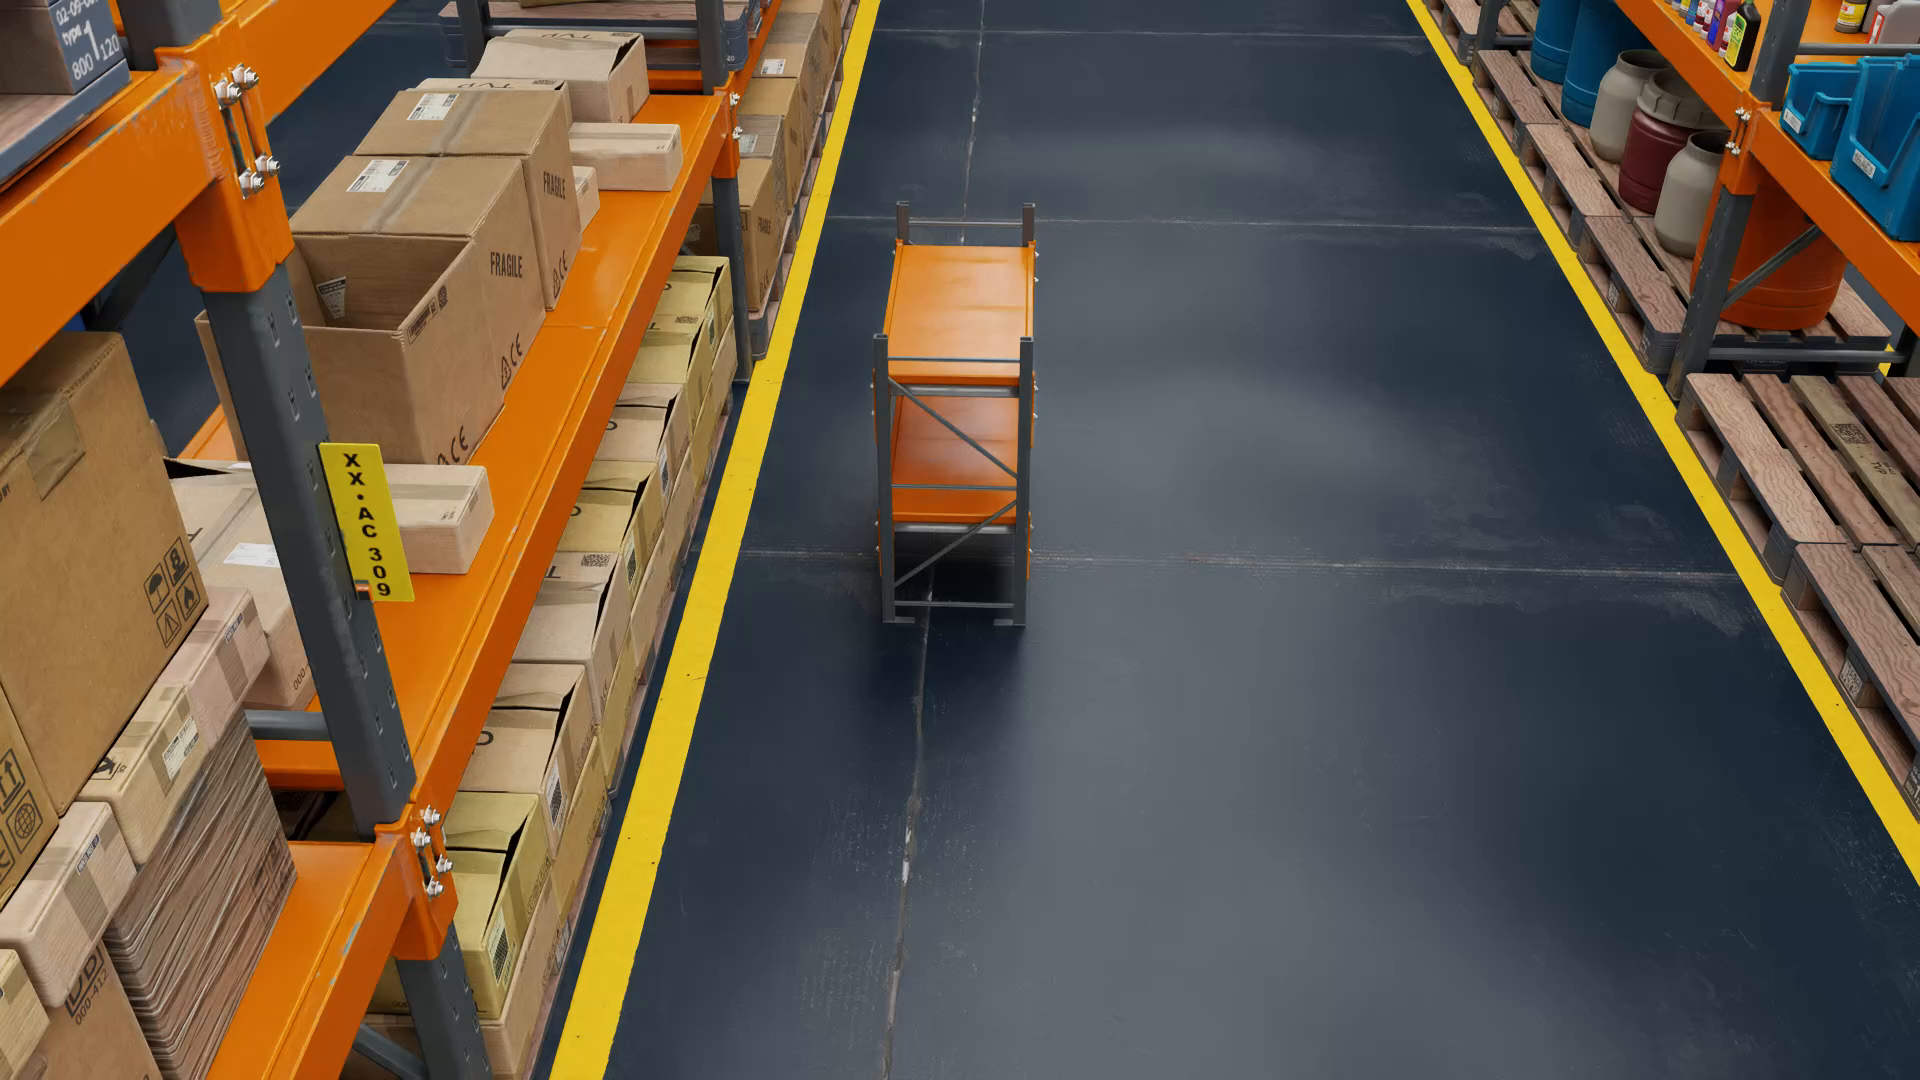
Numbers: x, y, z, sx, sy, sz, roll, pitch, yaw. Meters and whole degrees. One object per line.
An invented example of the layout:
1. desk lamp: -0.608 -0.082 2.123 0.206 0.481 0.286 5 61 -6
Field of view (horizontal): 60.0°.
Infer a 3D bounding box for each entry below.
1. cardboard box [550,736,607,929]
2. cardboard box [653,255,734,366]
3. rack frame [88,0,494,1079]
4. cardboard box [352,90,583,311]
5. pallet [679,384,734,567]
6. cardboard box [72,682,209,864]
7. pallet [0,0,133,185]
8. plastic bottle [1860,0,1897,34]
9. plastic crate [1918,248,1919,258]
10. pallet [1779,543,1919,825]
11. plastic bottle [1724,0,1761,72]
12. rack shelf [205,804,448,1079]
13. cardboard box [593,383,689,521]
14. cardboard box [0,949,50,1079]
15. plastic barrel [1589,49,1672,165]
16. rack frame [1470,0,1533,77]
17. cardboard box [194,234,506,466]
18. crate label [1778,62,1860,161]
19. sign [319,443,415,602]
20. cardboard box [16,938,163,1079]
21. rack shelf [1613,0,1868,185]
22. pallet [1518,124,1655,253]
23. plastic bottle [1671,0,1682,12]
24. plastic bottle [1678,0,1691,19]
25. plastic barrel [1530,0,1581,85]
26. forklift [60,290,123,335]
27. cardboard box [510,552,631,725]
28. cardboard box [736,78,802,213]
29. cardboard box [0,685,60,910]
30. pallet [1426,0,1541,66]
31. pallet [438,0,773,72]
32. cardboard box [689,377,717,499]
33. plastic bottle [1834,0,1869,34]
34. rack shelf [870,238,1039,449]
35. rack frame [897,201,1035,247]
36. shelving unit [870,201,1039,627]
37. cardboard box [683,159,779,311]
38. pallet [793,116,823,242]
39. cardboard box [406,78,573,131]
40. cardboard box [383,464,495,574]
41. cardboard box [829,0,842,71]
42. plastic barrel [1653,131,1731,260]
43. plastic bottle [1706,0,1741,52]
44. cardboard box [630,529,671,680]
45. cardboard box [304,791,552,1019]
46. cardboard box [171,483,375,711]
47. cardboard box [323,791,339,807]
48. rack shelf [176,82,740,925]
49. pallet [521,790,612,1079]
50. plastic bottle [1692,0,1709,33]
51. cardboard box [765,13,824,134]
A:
1. cardboard box: -1.285 0.782 4.555 0.500 0.250 0.500 2 35 3
2. cardboard box: -1.185 -0.919 6.488 0.500 0.311 0.500 2 35 3
3. rack frame: -1.574 0.349 3.145 0.949 2.616 0.053 1 35 2
4. cardboard box: -1.461 -1.026 5.014 0.500 0.500 0.500 0 35 -1
5. pallet: -1.482 -0.337 6.545 1.003 0.211 1.213 1 35 2
6. cardboard box: -1.380 0.345 2.499 0.380 0.149 0.250 1 35 1
7. pallet: -1.579 -0.352 1.610 1.003 0.211 1.213 1 35 2
8. plastic bottle: 3.898 -2.289 7.006 0.152 0.276 0.135 1 35 2
9. plastic crate: 3.168 -0.938 4.920 0.402 0.464 0.583 1 35 2
10. pallet: 3.417 0.451 5.424 1.003 0.211 1.213 1 35 2
11. plastic bottle: 3.129 -2.028 6.628 0.061 0.283 0.133 1 35 2
12. rack shelf: -1.651 1.792 1.717 1.077 0.370 4.000 1 35 2
13. cardboard box: -1.223 -0.331 5.650 0.500 0.311 0.500 1 35 2
14. cardboard box: -1.397 0.647 2.070 0.380 0.149 0.250 1 35 2
15. plastic barrel: 3.520 -2.244 8.632 0.421 0.512 0.421 0 35 0
16. rack frame: 3.700 -4.131 9.519 1.000 3.000 0.127 1 35 2
17. cardboard box: -1.503 -0.436 4.175 0.500 0.500 0.500 4 35 5
18. crate label: 3.148 -1.531 5.965 0.303 0.233 0.416 1 35 2
19. sign: -1.016 -0.026 2.857 0.100 0.325 0.005 1 35 2
20. cardboard box: -1.597 0.866 2.322 0.700 0.500 0.500 1 35 1
21. rack shelf: 3.619 -2.688 8.091 1.077 0.370 4.000 1 35 2
22. pallet: 3.581 -1.845 8.692 1.003 0.211 1.213 1 35 2
23. plastic bottle: 3.177 -2.445 7.232 0.097 0.271 0.097 0 35 0
24. plastic bottle: 3.173 -2.360 7.172 0.097 0.201 0.097 0 35 0
25. plastic barrel: 3.661 -3.132 9.558 0.600 0.901 0.708 1 35 2
26. forklift: -4.176 -1.821 6.292 1.130 2.935 3.031 -14 37 -19
27. cardboard box: -1.260 0.256 4.816 0.500 0.311 0.500 0 35 0
28. cardboard box: -1.066 -1.951 8.208 0.500 0.500 0.500 1 35 1
29. cardboard box: -1.601 0.322 1.967 0.700 0.500 0.500 1 35 2
30. pallet: 3.690 -3.414 10.924 1.003 0.211 1.213 1 35 2
31. pallet: -1.453 -2.262 7.027 1.213 0.211 1.003 1 35 2
32. cardboard box: -1.205 -0.392 6.226 0.500 0.250 0.500 1 35 1
33. plastic bottle: 3.773 -2.251 7.017 0.097 0.201 0.097 0 35 0
34. rack shelf: 0.000 -0.704 5.764 0.538 0.278 1.000 1 35 2
35. rack frame: 0.021 -0.756 6.348 0.500 1.125 0.032 1 35 2
36. shelving unit: 0.000 -0.464 5.932 0.538 1.125 1.048 1 35 2
37. cardboard box: -1.106 -1.362 7.370 0.500 0.500 0.500 3 35 4
38. pallet: -1.291 -1.936 8.821 1.003 0.211 1.213 1 35 2
39. cardboard box: -1.640 -1.404 5.716 0.500 0.311 0.500 1 35 1
40. cardboard box: -1.331 -0.053 3.935 0.380 0.149 0.250 1 35 2
41. cardboard box: -0.983 -3.115 9.865 0.500 0.500 0.500 1 35 2
42. plastic barrel: 3.475 -1.595 7.709 0.421 0.512 0.421 0 35 0
43. plastic bottle: 3.138 -2.160 6.816 0.061 0.283 0.133 1 35 2
44. cardboard box: -1.246 0.192 5.394 0.500 0.250 0.500 2 35 3
45. cardboard box: -1.305 0.841 3.984 0.500 0.311 0.500 1 35 2
46. cardboard box: -1.595 0.126 3.592 0.500 0.250 0.500 3 35 5
47. cardboard box: -1.826 0.534 4.420 0.500 0.311 0.500 2 35 3
48. rack shelf: -1.491 -0.506 4.987 1.077 0.370 4.000 1 35 2
49. pallet: -1.580 1.065 4.551 1.003 0.211 1.213 1 35 2
50. plastic bottle: 3.165 -2.248 7.013 0.097 0.201 0.097 0 35 0
51. cardboard box: -1.032 -2.543 9.051 0.500 0.500 0.500 2 35 2
